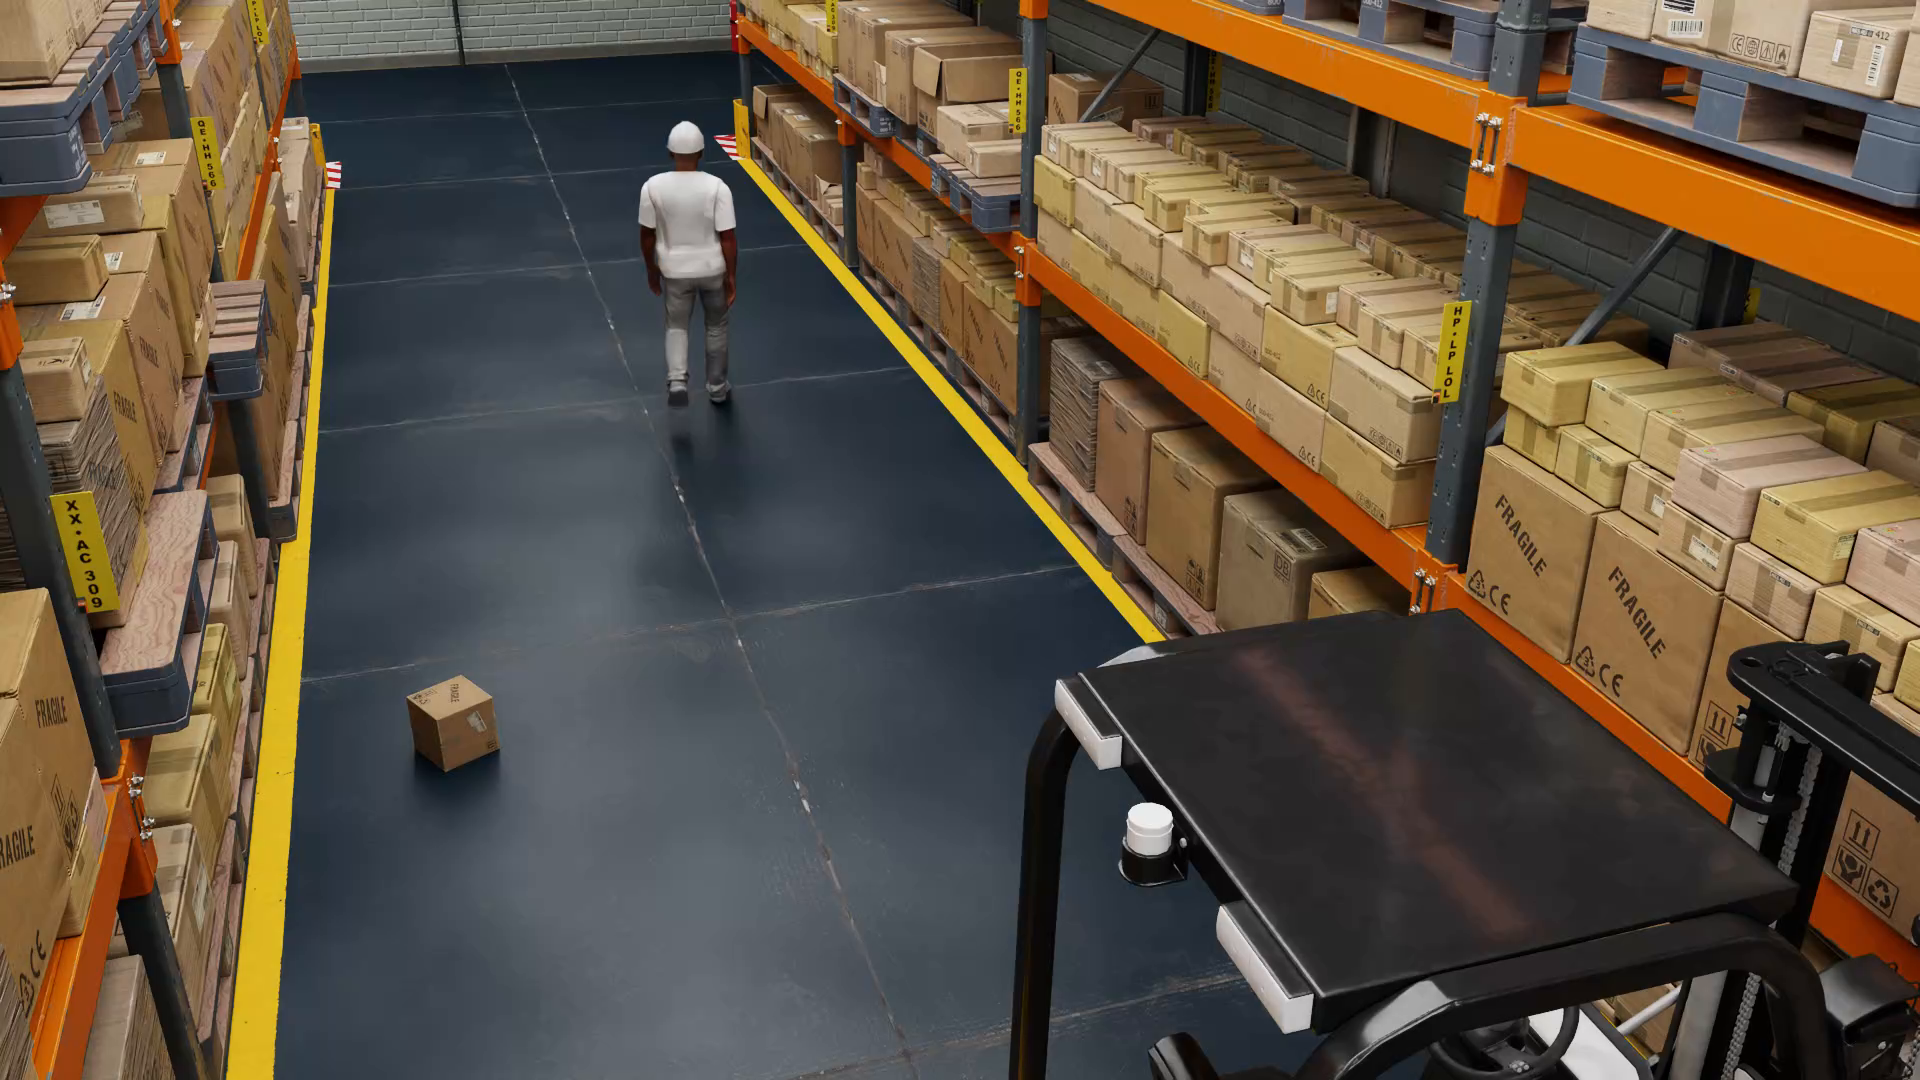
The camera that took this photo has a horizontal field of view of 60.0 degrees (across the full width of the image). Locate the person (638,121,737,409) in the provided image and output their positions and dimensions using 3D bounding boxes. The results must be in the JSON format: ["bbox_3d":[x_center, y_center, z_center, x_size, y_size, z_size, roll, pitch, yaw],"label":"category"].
[{"bbox_3d":[-1.581,-1.583,9.792,0.566,1.743,0.808,-1,26,-2],"label":"person"}]
